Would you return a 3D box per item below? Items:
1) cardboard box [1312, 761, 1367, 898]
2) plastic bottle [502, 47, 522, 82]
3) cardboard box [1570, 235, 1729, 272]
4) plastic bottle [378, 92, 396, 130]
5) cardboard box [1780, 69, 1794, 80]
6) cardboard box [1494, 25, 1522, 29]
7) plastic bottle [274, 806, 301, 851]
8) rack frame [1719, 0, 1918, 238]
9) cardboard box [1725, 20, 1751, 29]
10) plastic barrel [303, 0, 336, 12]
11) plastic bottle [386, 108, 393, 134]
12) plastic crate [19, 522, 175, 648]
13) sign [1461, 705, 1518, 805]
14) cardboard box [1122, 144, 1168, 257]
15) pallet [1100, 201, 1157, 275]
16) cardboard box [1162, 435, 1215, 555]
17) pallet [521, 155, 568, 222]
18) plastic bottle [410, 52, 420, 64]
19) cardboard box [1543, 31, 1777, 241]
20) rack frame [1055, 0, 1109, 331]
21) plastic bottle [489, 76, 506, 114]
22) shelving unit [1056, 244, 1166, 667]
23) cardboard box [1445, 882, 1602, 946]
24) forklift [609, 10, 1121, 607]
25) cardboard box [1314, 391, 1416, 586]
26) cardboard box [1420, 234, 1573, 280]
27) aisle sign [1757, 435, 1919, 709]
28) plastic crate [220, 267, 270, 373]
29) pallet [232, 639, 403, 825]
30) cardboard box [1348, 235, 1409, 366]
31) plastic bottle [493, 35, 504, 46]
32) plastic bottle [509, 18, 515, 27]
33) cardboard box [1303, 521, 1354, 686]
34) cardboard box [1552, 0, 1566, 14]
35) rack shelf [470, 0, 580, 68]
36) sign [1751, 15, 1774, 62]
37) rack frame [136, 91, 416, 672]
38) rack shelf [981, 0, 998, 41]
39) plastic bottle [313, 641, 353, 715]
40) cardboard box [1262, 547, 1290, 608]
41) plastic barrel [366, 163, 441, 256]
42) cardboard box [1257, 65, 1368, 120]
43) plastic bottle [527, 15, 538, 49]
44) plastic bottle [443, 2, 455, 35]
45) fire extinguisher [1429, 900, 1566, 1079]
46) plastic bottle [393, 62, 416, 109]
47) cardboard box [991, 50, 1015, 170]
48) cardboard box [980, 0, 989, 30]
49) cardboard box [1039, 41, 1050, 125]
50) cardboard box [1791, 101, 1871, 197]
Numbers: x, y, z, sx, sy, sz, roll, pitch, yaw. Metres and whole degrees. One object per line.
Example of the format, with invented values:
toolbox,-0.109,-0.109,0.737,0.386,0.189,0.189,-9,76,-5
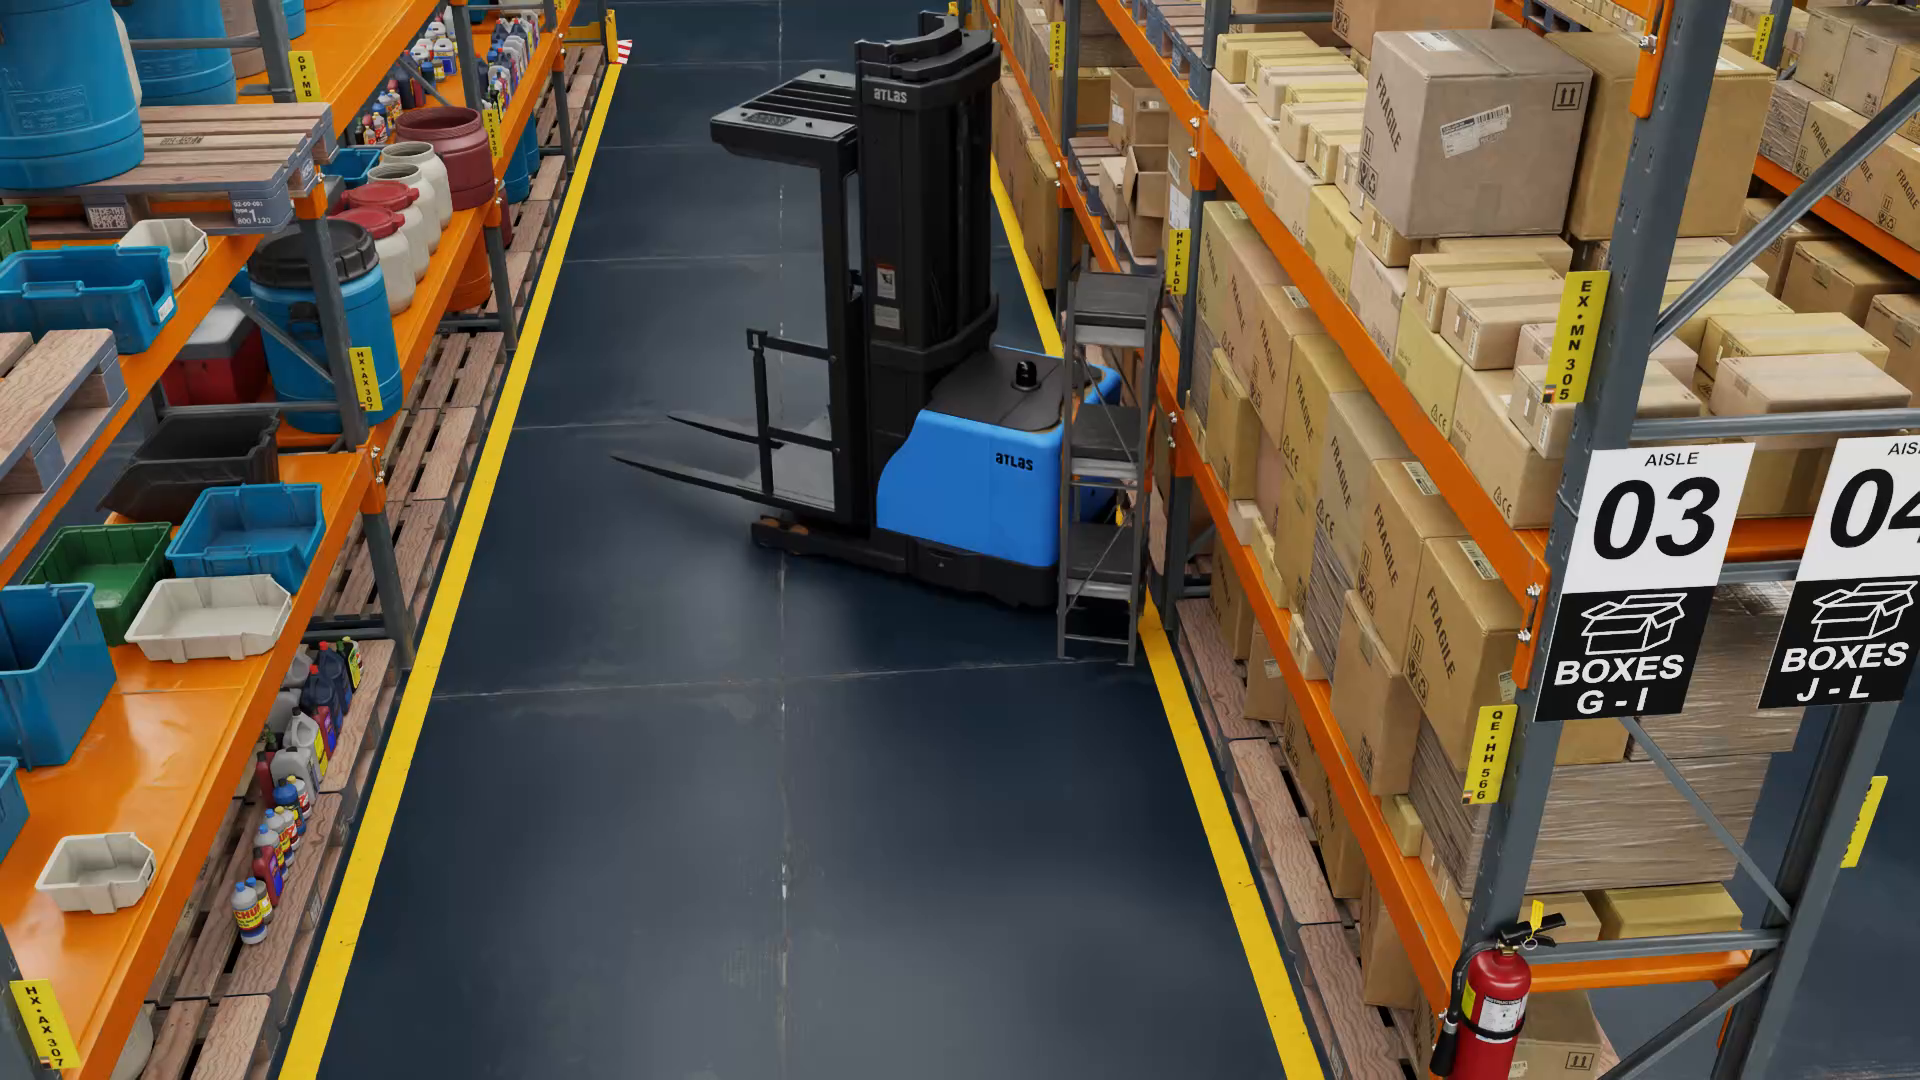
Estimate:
cardboard box,1.792,1.139,6.946,0.500,0.500,0.500,0,31,0
plastic bottle,-3.615,-3.829,13.356,0.152,0.276,0.135,-3,31,-5
cardboard box,2.120,-0.883,5.135,0.380,0.149,0.250,-3,31,-5
plastic bottle,-4.229,-3.164,12.248,0.097,0.271,0.097,0,31,0
cardboard box,6.322,-3.391,12.337,0.380,0.149,0.250,-3,31,-5
cardboard box,5.843,-5.319,17.521,0.380,0.149,0.250,-3,31,-4
plastic bottle,-2.878,1.223,7.078,0.097,0.201,0.097,0,31,0
rack frame,6.163,-3.080,11.982,1.000,3.000,0.127,-3,31,-5
cardboard box,5.640,-3.765,12.383,0.380,0.149,0.250,-3,31,-5
plastic barrel,-3.794,-3.365,9.115,0.600,0.830,0.708,-3,31,-5
plastic bottle,-4.220,-3.084,12.183,0.097,0.201,0.097,0,31,0
plastic crate,-3.496,0.183,6.725,0.450,0.188,0.662,-3,31,-5
sign,1.409,0.574,4.427,0.100,0.325,0.005,-3,31,-5
cardboard box,1.335,-1.957,9.591,0.797,0.503,0.637,0,31,0
pallet,1.441,-1.803,10.031,1.003,0.211,1.213,-3,31,-5
cardboard box,1.553,-0.282,9.306,0.700,0.500,0.500,-5,31,-8
pallet,-4.059,-3.106,14.744,1.003,0.211,1.213,-3,31,-5
plastic bottle,-4.334,-3.738,13.208,0.097,0.271,0.097,0,31,0
cardboard box,2.093,-1.254,5.124,0.500,0.500,0.500,-3,31,-5
rack frame,1.216,-2.894,11.670,1.000,3.000,0.127,-3,31,-5
plastic bottle,-3.504,-3.370,12.593,0.097,0.271,0.097,0,31,0
shelving unit,0.748,-0.387,8.347,0.431,2.100,0.503,5,31,10
cardboard box,1.731,1.162,5.124,0.380,0.149,0.250,-3,31,-5
forklift,-0.645,-1.401,9.238,3.031,2.935,1.130,14,34,22
cardboard box,1.569,-0.189,5.779,0.500,0.500,0.500,-3,31,-5
cardboard box,1.638,-0.863,5.103,0.380,0.149,0.250,-2,31,-4
aisle sign,2.267,0.091,4.137,0.394,0.787,0.004,-3,31,-5
plastic crate,-3.755,-1.156,8.776,0.392,0.384,0.575,-3,31,-5
pallet,-3.321,0.927,7.992,1.003,0.211,1.213,-3,31,-5
cardboard box,1.576,-0.784,5.359,0.500,0.250,0.500,-2,31,-3
plastic bottle,-3.772,-3.999,13.645,0.097,0.271,0.097,0,31,0
plastic bottle,-3.853,-4.413,14.406,0.097,0.201,0.097,0,31,0
cardboard box,1.769,0.231,6.051,0.875,0.500,0.500,-3,31,-5
cardboard box,5.420,-4.703,14.534,0.380,0.149,0.250,-3,31,-4
rack shelf,-4.276,-5.411,16.586,1.077,0.370,4.000,-3,31,-5
sign,5.624,-3.513,11.654,0.100,0.325,0.005,-3,31,-5
rack frame,-3.342,-0.615,7.854,1.000,3.000,0.127,-3,31,-5
rack shelf,0.655,-5.649,16.983,1.077,0.370,4.000,-3,31,-5
plastic bottle,-2.995,0.649,7.893,0.144,0.351,0.185,-4,31,-6
cardboard box,1.463,0.145,6.827,0.380,0.149,0.250,-3,31,-5
plastic barrel,-3.368,-1.975,10.022,0.421,0.512,0.421,0,31,0
cardboard box,1.410,-1.793,6.659,0.380,0.149,0.250,-3,31,-4
plastic bottle,-3.664,-4.347,14.217,0.061,0.283,0.133,-3,31,-5
plastic bottle,-4.376,-4.462,14.343,0.144,0.351,0.185,-3,31,-5
fire extinguisher,1.515,1.304,4.717,0.296,0.674,0.183,-3,31,-5
plastic bottle,-4.258,-3.489,12.714,0.144,0.351,0.185,-3,31,-5
cardboard box,0.922,-3.879,14.981,1.225,0.875,0.875,-3,31,-4
cardboard box,0.693,-5.459,17.627,0.875,0.875,0.875,-3,31,-5
cardboard box,0.882,-3.432,12.473,0.500,0.500,0.500,-3,31,-5
cardboard box,5.987,-2.622,11.116,0.500,0.500,0.500,-3,31,-5
